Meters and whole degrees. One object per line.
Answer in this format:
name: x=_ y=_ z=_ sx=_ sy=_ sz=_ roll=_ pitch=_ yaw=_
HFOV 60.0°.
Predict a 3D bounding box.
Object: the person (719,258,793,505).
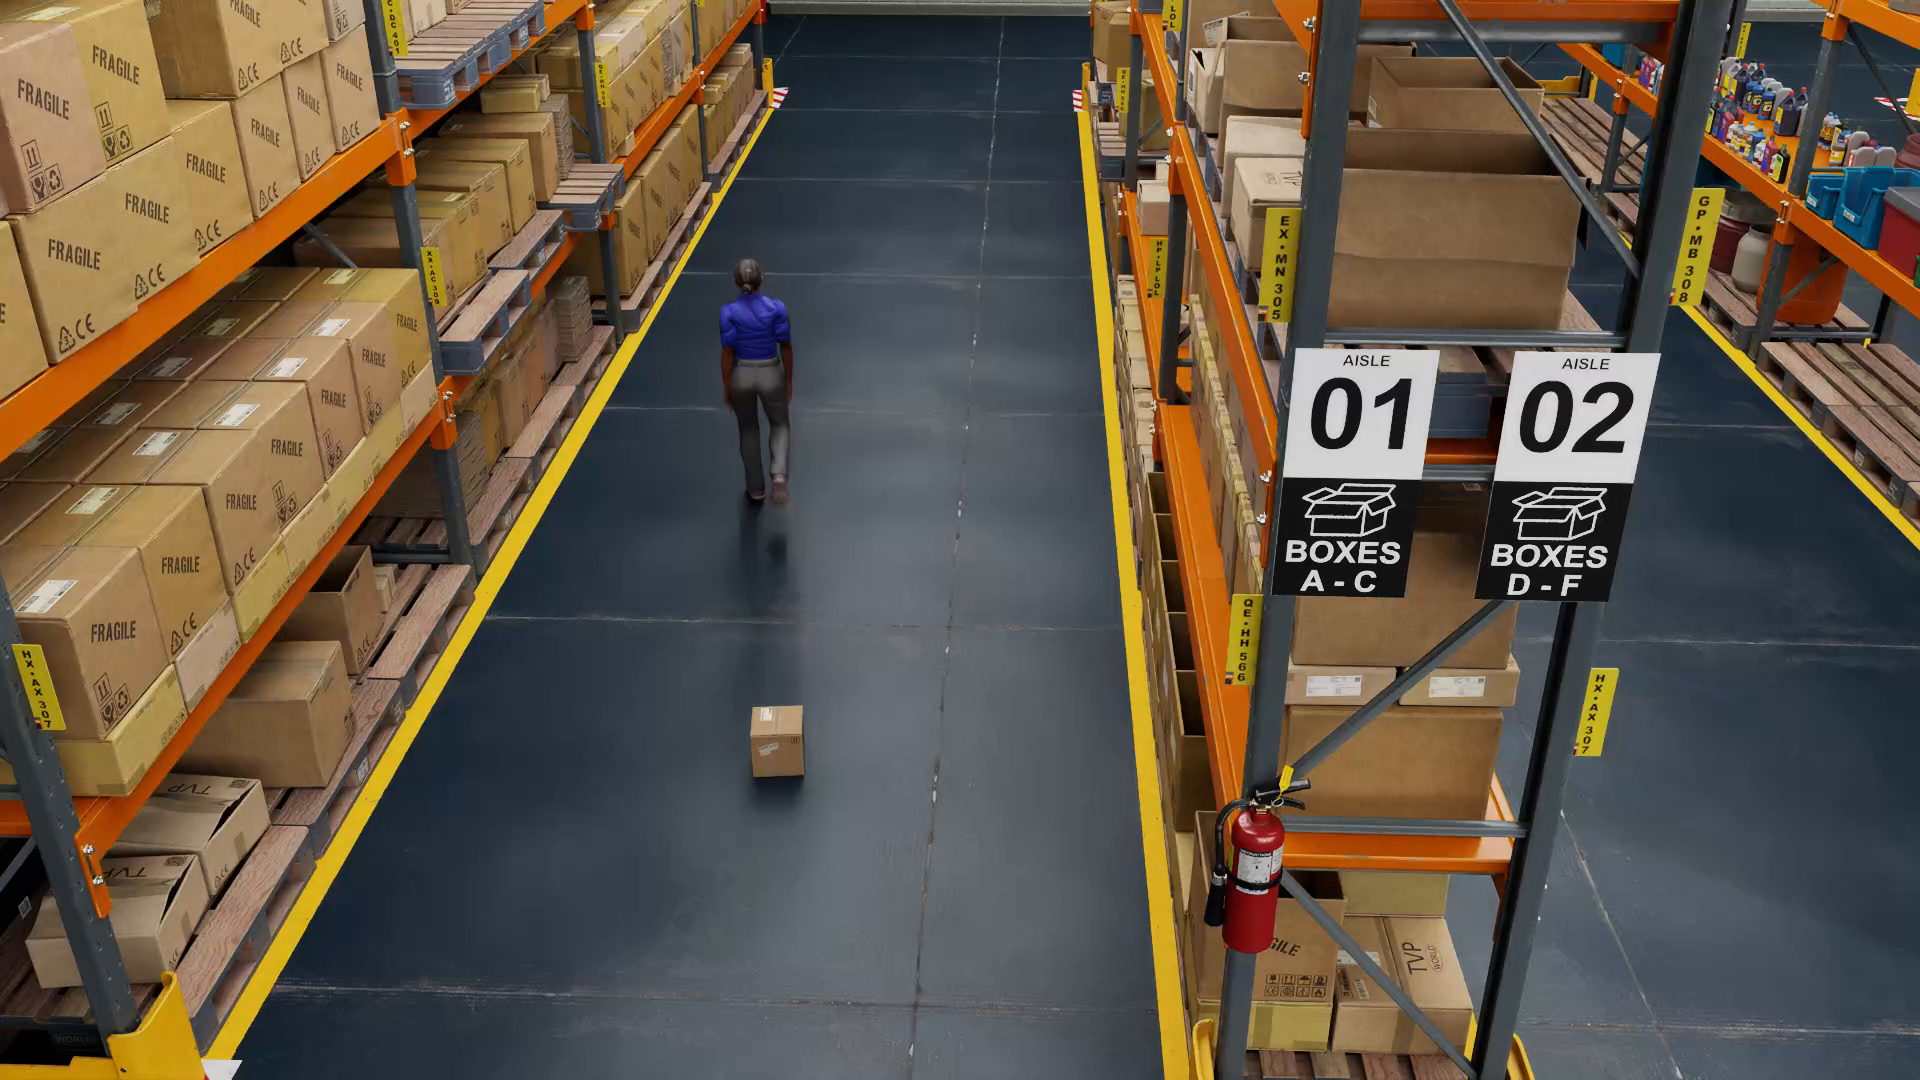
person: x=-1.259 y=-0.972 z=10.405 sx=0.447 sy=1.638 sz=0.604 roll=-5 pitch=28 yaw=-9
